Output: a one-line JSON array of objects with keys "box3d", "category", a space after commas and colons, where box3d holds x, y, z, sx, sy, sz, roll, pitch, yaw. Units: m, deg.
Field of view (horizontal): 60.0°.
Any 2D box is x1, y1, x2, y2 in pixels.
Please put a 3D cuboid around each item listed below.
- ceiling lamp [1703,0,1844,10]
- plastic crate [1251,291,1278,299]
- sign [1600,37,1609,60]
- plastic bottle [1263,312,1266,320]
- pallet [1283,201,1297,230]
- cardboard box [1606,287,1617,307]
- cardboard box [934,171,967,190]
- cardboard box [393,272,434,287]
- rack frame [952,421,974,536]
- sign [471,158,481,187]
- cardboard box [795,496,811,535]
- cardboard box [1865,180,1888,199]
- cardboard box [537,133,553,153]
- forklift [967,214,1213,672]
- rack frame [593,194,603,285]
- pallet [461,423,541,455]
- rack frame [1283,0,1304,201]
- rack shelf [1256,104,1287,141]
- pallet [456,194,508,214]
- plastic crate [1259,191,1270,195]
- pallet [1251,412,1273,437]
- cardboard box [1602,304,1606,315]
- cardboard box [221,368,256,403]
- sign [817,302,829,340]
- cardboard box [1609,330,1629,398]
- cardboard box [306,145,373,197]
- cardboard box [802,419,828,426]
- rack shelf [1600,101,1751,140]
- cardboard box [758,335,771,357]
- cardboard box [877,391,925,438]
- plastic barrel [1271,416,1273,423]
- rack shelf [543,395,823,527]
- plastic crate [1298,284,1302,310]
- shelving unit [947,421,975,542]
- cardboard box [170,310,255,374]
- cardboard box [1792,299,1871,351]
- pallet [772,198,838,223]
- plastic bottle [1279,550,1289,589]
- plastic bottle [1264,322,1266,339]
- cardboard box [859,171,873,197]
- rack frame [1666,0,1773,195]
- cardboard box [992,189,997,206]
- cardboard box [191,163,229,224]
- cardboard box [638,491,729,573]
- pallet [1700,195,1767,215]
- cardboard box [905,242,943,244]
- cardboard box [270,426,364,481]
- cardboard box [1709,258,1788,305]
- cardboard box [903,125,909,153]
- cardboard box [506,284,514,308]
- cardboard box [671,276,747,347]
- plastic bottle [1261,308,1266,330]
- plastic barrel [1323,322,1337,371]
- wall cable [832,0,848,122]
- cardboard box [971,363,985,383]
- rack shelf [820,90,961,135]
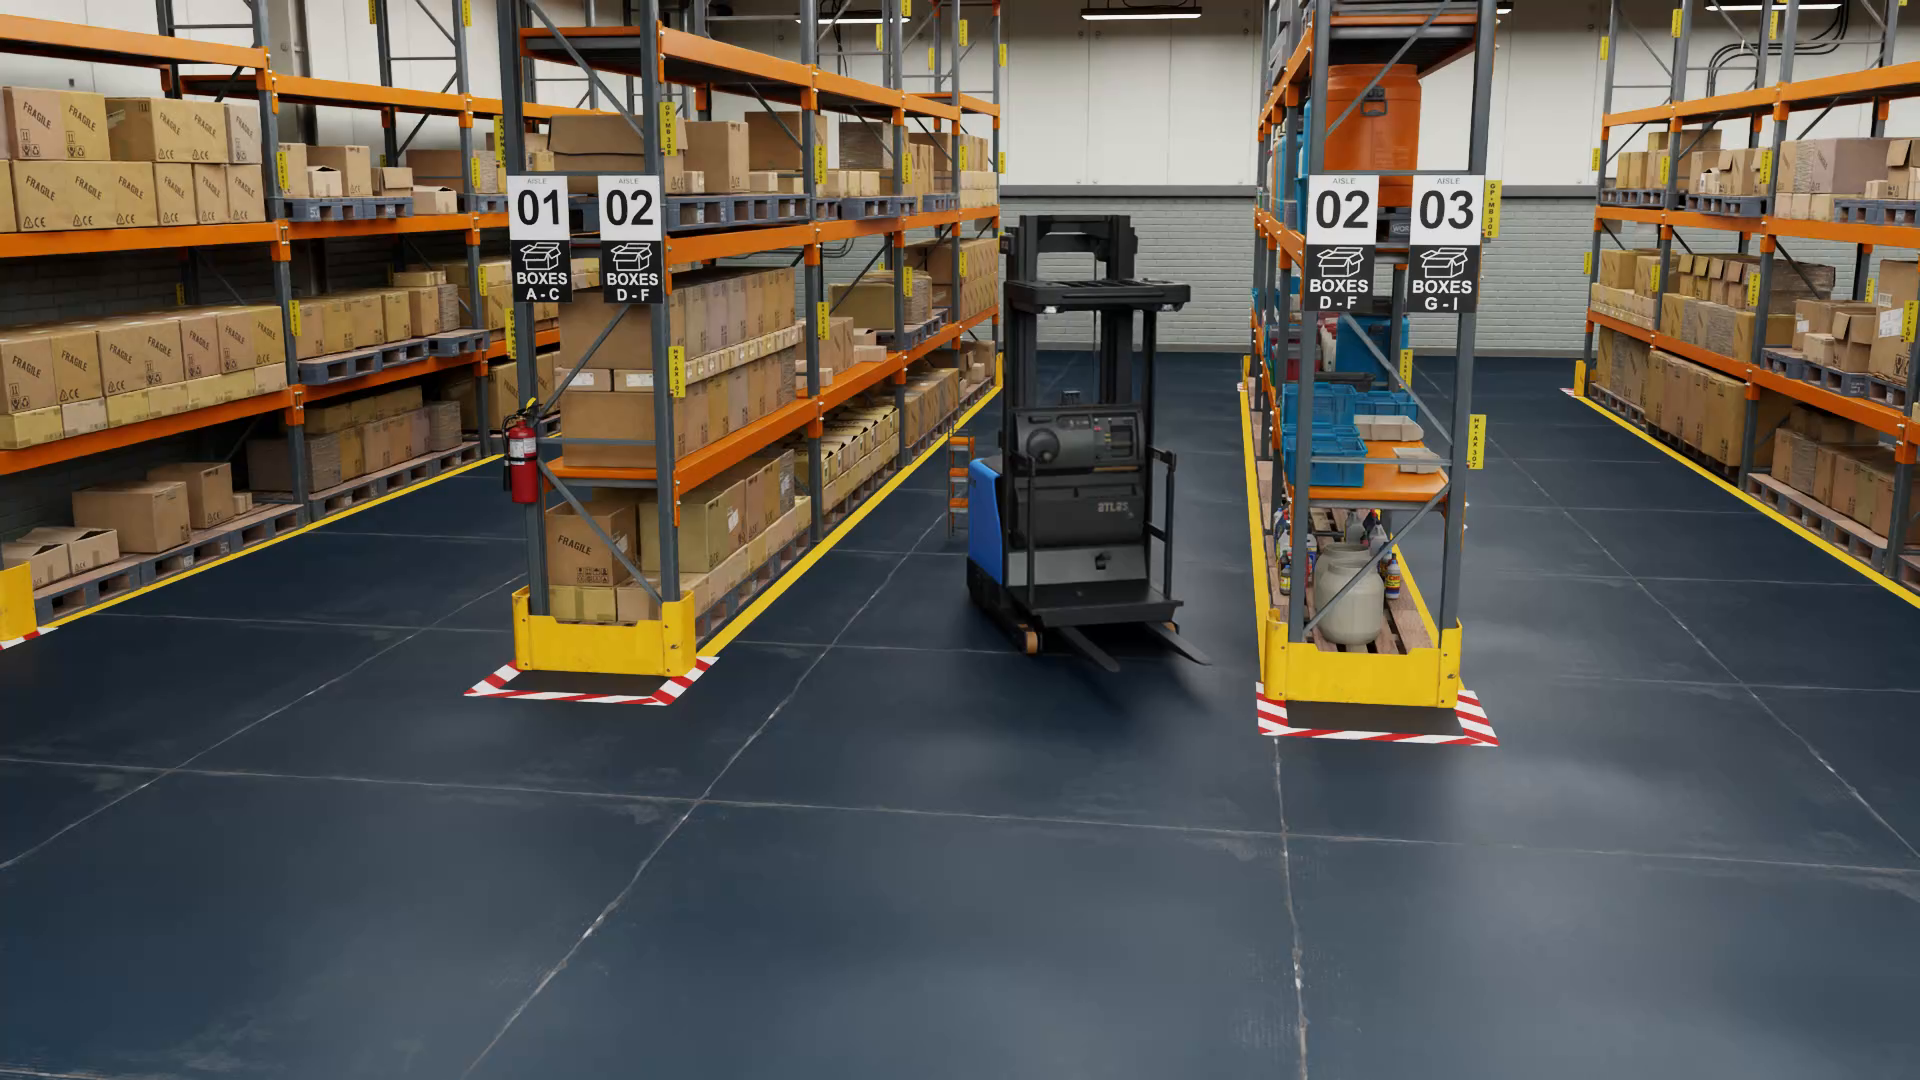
[{"box3d": [12.812, -9.903, 25.730, 2.000, 3.185, 0.800, 2, 12, 9], "category": "ceiling lamp"}, {"box3d": [4.536, -3.571, 24.696, 0.416, 0.233, 0.300, 2, 12, 9], "category": "plastic crate"}, {"box3d": [9.347, -7.126, 24.108, 0.100, 0.325, 0.005, 2, 12, 9], "category": "sign"}, {"box3d": [3.770, -2.664, 20.511, 0.061, 0.283, 0.133, 2, 12, 9], "category": "plastic bottle"}, {"box3d": [3.140, -2.524, 12.911, 1.213, 0.211, 1.003, 2, 12, 9], "category": "pallet"}, {"box3d": [9.399, -3.408, 23.339, 0.500, 0.250, 0.500, 1, 12, 7], "category": "cardboard box"}, {"box3d": [-0.189, -4.860, 22.474, 0.500, 0.250, 0.500, 2, 12, 9], "category": "cardboard box"}, {"box3d": [-6.078, -2.897, 18.496, 0.380, 0.149, 0.250, 0, 12, -1], "category": "cardboard box"}, {"box3d": [0.027, -0.550, 15.052, 0.200, 1.050, 0.008, 2, 12, 9], "category": "rack frame"}, {"box3d": [-5.484, -4.158, 18.818, 0.100, 0.325, 0.005, 2, 12, 9], "category": "sign"}, {"box3d": [-1.595, -0.222, 14.432, 0.500, 0.250, 0.500, 2, 12, 9], "category": "cardboard box"}, {"box3d": [8.238, -3.093, 14.665, 0.380, 0.166, 0.250, 2, 12, 7], "category": "cardboard box"}, {"box3d": [-5.669, -5.207, 21.854, 0.500, 0.250, 0.500, 3, 12, 13], "category": "cardboard box"}, {"box3d": [0.895, -0.737, 11.456, 1.130, 2.935, 3.031, -3, 12, -13], "category": "forklift"}, {"box3d": [-5.404, -3.289, 23.136, 1.000, 3.000, 0.127, 2, 12, 9], "category": "rack frame"}, {"box3d": [-5.824, -1.255, 20.316, 1.003, 0.211, 1.213, 2, 12, 9], "category": "pallet"}, {"box3d": [3.155, -4.236, 13.287, 1.000, 3.000, 0.127, 2, 12, 9], "category": "rack frame"}, {"box3d": [4.693, -5.770, 23.064, 1.077, 0.370, 4.000, 2, 12, 9], "category": "rack shelf"}, {"box3d": [-5.973, -3.966, 19.606, 1.213, 0.211, 1.003, 2, 12, 11], "category": "pallet"}, {"box3d": [4.210, -4.553, 22.275, 0.416, 0.233, 0.300, 2, 12, 9], "category": "plastic crate"}, {"box3d": [4.225, -1.446, 21.201, 1.003, 0.211, 1.213, 2, 12, 9], "category": "pallet"}, {"box3d": [9.397, -3.293, 23.751, 0.380, 0.149, 0.250, 2, 12, 8], "category": "cardboard box"}, {"box3d": [-6.493, -1.348, 14.439, 0.500, 0.250, 0.500, 2, 12, 9], "category": "cardboard box"}, {"box3d": [-1.191, -1.908, 14.486, 0.100, 0.325, 0.005, 2, 12, 9], "category": "sign"}, {"box3d": [9.735, -2.482, 23.436, 0.875, 0.875, 0.875, 2, 12, 9], "category": "cardboard box"}, {"box3d": [-6.282, -3.712, 16.745, 0.500, 0.500, 0.500, 1, 12, 7], "category": "cardboard box"}, {"box3d": [-1.648, -1.117, 17.255, 0.500, 0.311, 0.500, 2, 12, 7], "category": "cardboard box"}, {"box3d": [9.587, -5.610, 22.319, 1.077, 0.370, 4.000, 2, 12, 9], "category": "rack shelf"}, {"box3d": [-1.728, -1.555, 13.311, 0.380, 0.149, 0.250, 2, 12, 8], "category": "cardboard box"}, {"box3d": [-0.697, -1.485, 19.651, 0.500, 0.500, 0.500, 1, 12, 7], "category": "cardboard box"}, {"box3d": [4.176, -1.888, 20.616, 0.600, 0.901, 0.708, 2, 12, 9], "category": "plastic barrel"}, {"box3d": [-2.047, -0.696, 12.811, 1.077, 0.370, 4.000, 2, 12, 9], "category": "rack shelf"}, {"box3d": [4.770, -3.207, 22.458, 0.402, 0.464, 0.583, 2, 12, 9], "category": "plastic crate"}, {"box3d": [0.008, -0.524, 14.934, 0.215, 1.050, 0.252, 2, 12, 9], "category": "shelving unit"}, {"box3d": [-6.473, -1.714, 14.357, 0.500, 0.500, 0.500, 2, 12, 8], "category": "cardboard box"}, {"box3d": [8.620, -2.116, 16.456, 0.500, 0.500, 0.500, 0, 12, 2], "category": "cardboard box"}, {"box3d": [-1.616, -3.021, 15.225, 0.805, 0.209, 1.217, 1, 12, 6], "category": "pallet"}, {"box3d": [2.389, 0.221, 12.251, 0.061, 0.283, 0.133, 2, 12, 10], "category": "plastic bottle"}, {"box3d": [3.635, -2.481, 19.661, 0.061, 0.283, 0.133, 2, 12, 9], "category": "plastic bottle"}, {"box3d": [-1.201, -3.689, 17.231, 0.500, 0.250, 0.500, 2, 12, 10], "category": "cardboard box"}, {"box3d": [9.279, -5.740, 20.270, 1.000, 3.000, 0.127, 2, 12, 9], "category": "rack frame"}, {"box3d": [0.288, -5.240, 25.422, 0.500, 0.250, 0.500, 2, 12, 9], "category": "cardboard box"}, {"box3d": [-6.558, -2.931, 14.068, 0.500, 0.500, 0.500, 1, 12, 4], "category": "cardboard box"}, {"box3d": [-1.977, -0.068, 11.938, 0.500, 0.500, 0.500, 2, 12, 9], "category": "cardboard box"}, {"box3d": [8.879, -3.718, 18.452, 1.003, 0.211, 1.213, 2, 12, 11], "category": "pallet"}, {"box3d": [-0.533, -3.992, 23.788, 0.500, 0.500, 0.500, 2, 12, 9], "category": "cardboard box"}, {"box3d": [-6.508, -0.880, 16.846, 0.700, 0.500, 0.500, 2, 12, 8], "category": "cardboard box"}, {"box3d": [8.992, -2.941, 18.903, 0.797, 0.503, 0.637, 2, 12, 10], "category": "cardboard box"}, {"box3d": [-0.894, -4.604, 19.505, 0.500, 0.500, 0.500, 2, 12, 9], "category": "cardboard box"}, {"box3d": [-5.602, -2.862, 20.163, 0.500, 0.500, 0.500, 2, 12, 11], "category": "cardboard box"}, {"box3d": [-2.033, -1.741, 12.636, 0.700, 0.500, 0.500, 2, 12, 9], "category": "cardboard box"}, {"box3d": [3.887, -2.821, 21.240, 0.061, 0.283, 0.133, 2, 12, 9], "category": "plastic bottle"}, {"box3d": [3.698, -1.804, 15.922, 0.433, 0.535, 0.433, 0, 12, 0], "category": "plastic barrel"}, {"box3d": [-0.893, -9.084, 31.165, 3.097, 2.526, 0.112, 2, 12, 9], "category": "wall cable"}, {"box3d": [0.090, -2.515, 25.026, 0.500, 0.250, 0.500, 2, 12, 9], "category": "cardboard box"}, {"box3d": [-0.816, -5.099, 19.949, 1.077, 0.370, 4.000, 2, 12, 9], "category": "rack shelf"}]
